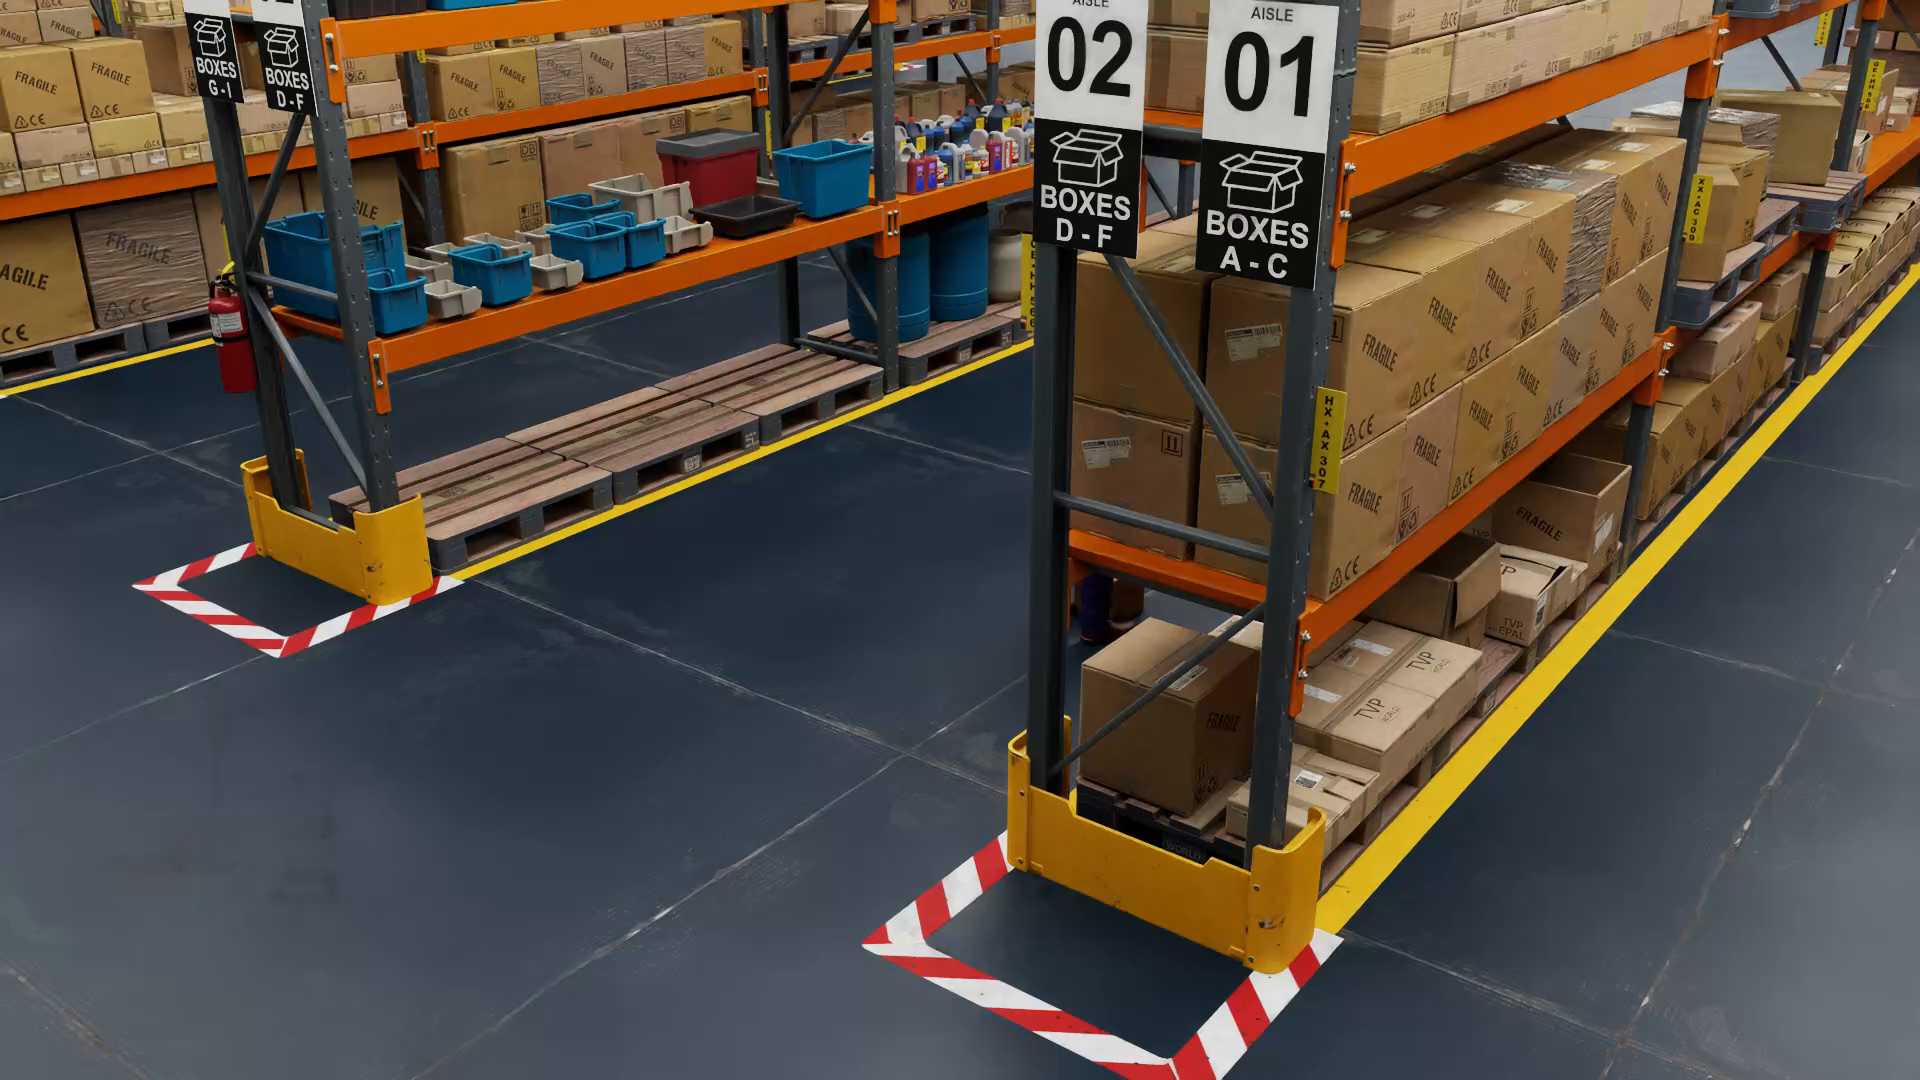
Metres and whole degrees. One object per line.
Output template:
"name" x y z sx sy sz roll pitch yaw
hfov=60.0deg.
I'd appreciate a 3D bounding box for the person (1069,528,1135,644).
"person" 0.583 -0.337 7.876 0.337 1.652 0.538 -19 30 -36
